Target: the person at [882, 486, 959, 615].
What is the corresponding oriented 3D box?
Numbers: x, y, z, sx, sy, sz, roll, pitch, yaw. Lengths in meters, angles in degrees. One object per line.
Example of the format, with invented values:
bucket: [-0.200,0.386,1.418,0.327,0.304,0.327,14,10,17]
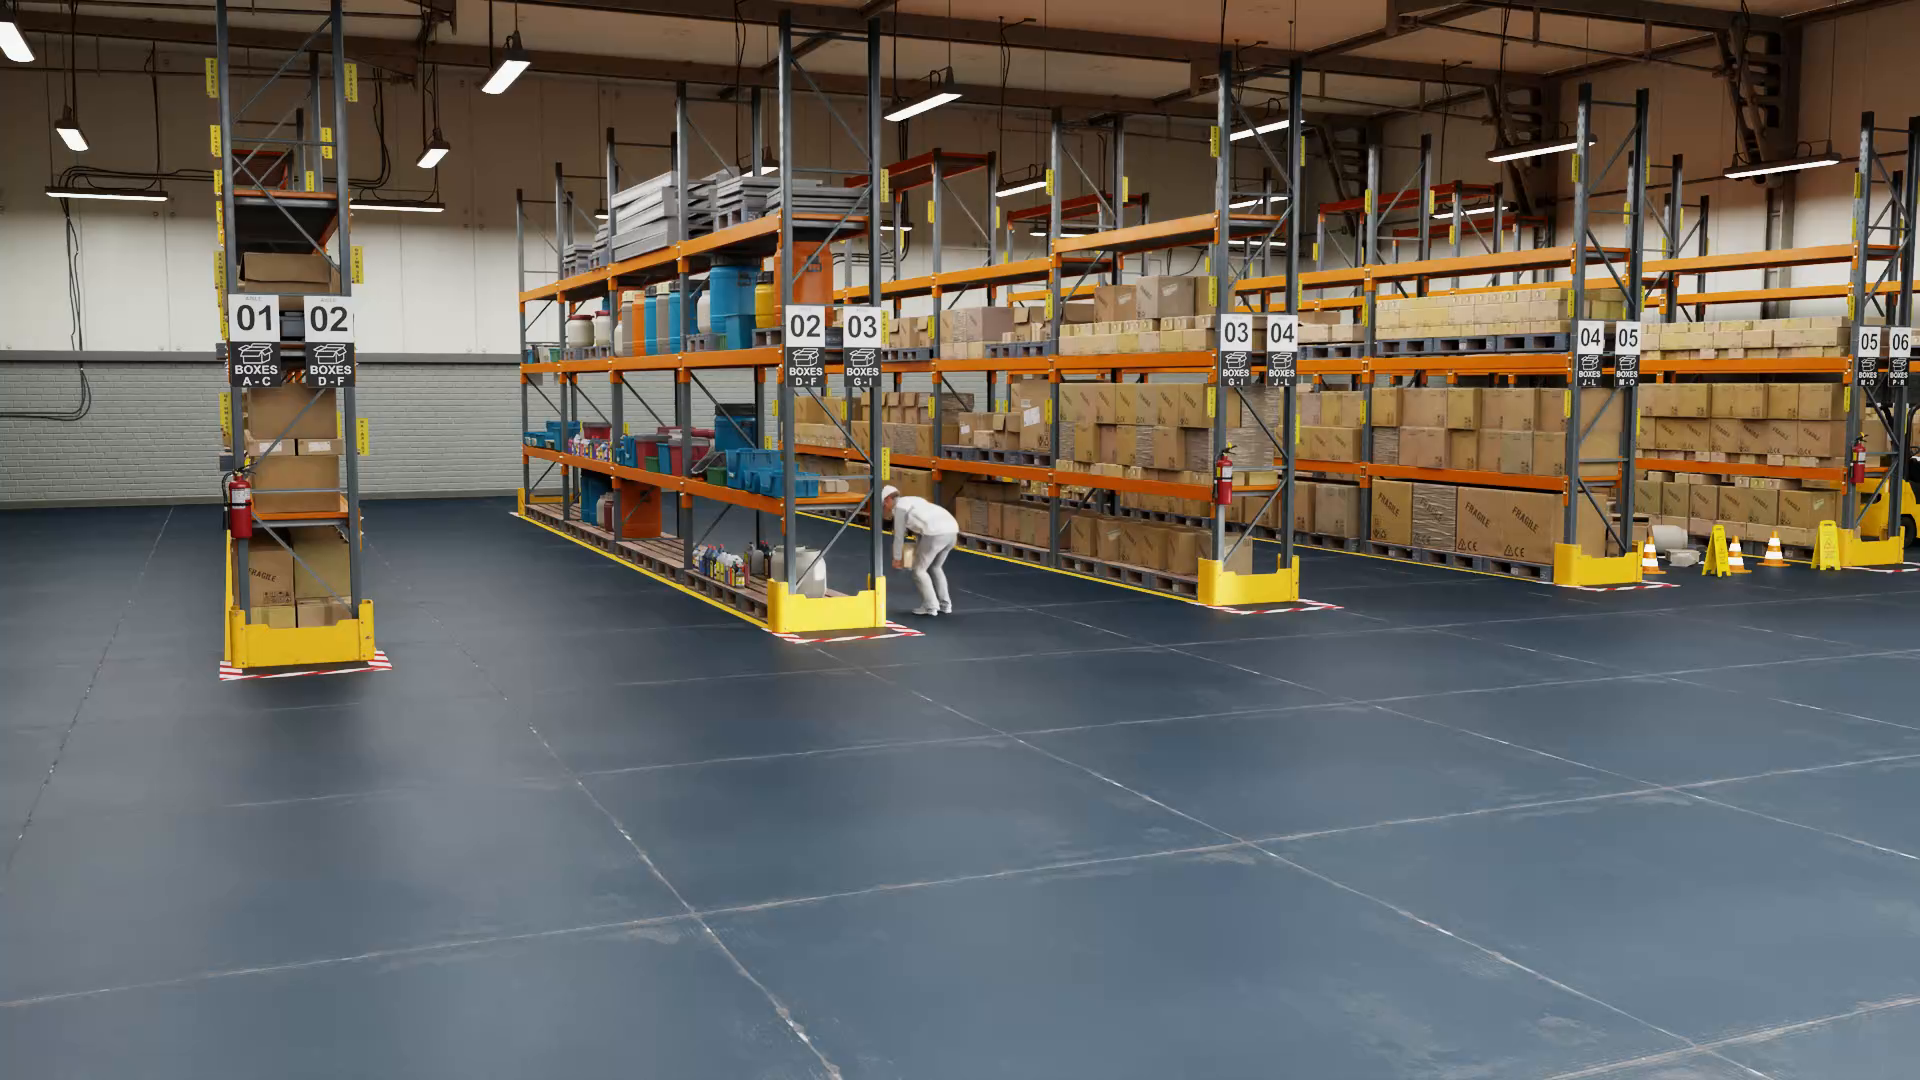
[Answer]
person: [-0.472,0.102,17.811,0.936,1.349,0.462,3,6,31]
